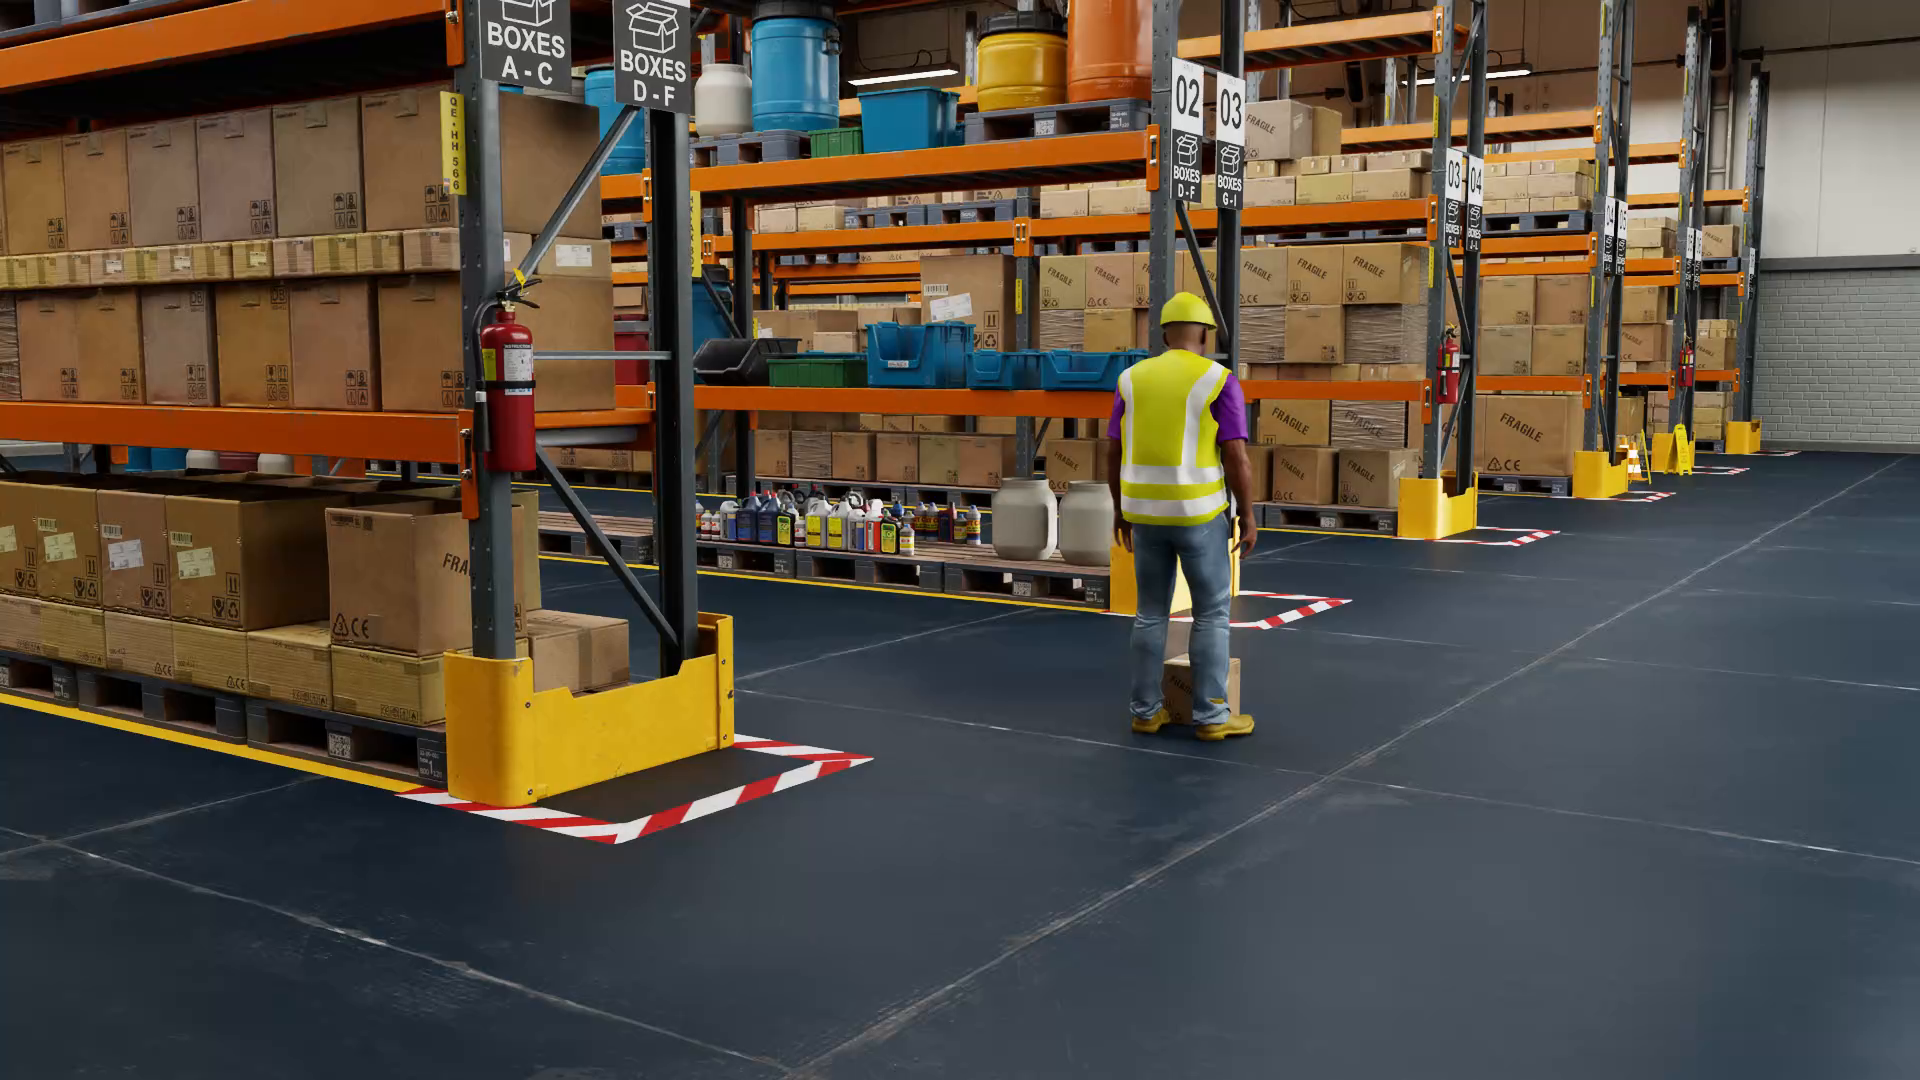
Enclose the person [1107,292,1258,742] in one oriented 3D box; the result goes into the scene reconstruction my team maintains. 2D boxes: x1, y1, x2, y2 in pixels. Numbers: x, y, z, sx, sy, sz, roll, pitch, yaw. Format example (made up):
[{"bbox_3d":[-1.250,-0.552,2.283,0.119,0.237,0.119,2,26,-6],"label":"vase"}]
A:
[{"bbox_3d":[0.885,-0.103,6.639,0.626,1.761,0.458,4,8,33],"label":"person"}]
